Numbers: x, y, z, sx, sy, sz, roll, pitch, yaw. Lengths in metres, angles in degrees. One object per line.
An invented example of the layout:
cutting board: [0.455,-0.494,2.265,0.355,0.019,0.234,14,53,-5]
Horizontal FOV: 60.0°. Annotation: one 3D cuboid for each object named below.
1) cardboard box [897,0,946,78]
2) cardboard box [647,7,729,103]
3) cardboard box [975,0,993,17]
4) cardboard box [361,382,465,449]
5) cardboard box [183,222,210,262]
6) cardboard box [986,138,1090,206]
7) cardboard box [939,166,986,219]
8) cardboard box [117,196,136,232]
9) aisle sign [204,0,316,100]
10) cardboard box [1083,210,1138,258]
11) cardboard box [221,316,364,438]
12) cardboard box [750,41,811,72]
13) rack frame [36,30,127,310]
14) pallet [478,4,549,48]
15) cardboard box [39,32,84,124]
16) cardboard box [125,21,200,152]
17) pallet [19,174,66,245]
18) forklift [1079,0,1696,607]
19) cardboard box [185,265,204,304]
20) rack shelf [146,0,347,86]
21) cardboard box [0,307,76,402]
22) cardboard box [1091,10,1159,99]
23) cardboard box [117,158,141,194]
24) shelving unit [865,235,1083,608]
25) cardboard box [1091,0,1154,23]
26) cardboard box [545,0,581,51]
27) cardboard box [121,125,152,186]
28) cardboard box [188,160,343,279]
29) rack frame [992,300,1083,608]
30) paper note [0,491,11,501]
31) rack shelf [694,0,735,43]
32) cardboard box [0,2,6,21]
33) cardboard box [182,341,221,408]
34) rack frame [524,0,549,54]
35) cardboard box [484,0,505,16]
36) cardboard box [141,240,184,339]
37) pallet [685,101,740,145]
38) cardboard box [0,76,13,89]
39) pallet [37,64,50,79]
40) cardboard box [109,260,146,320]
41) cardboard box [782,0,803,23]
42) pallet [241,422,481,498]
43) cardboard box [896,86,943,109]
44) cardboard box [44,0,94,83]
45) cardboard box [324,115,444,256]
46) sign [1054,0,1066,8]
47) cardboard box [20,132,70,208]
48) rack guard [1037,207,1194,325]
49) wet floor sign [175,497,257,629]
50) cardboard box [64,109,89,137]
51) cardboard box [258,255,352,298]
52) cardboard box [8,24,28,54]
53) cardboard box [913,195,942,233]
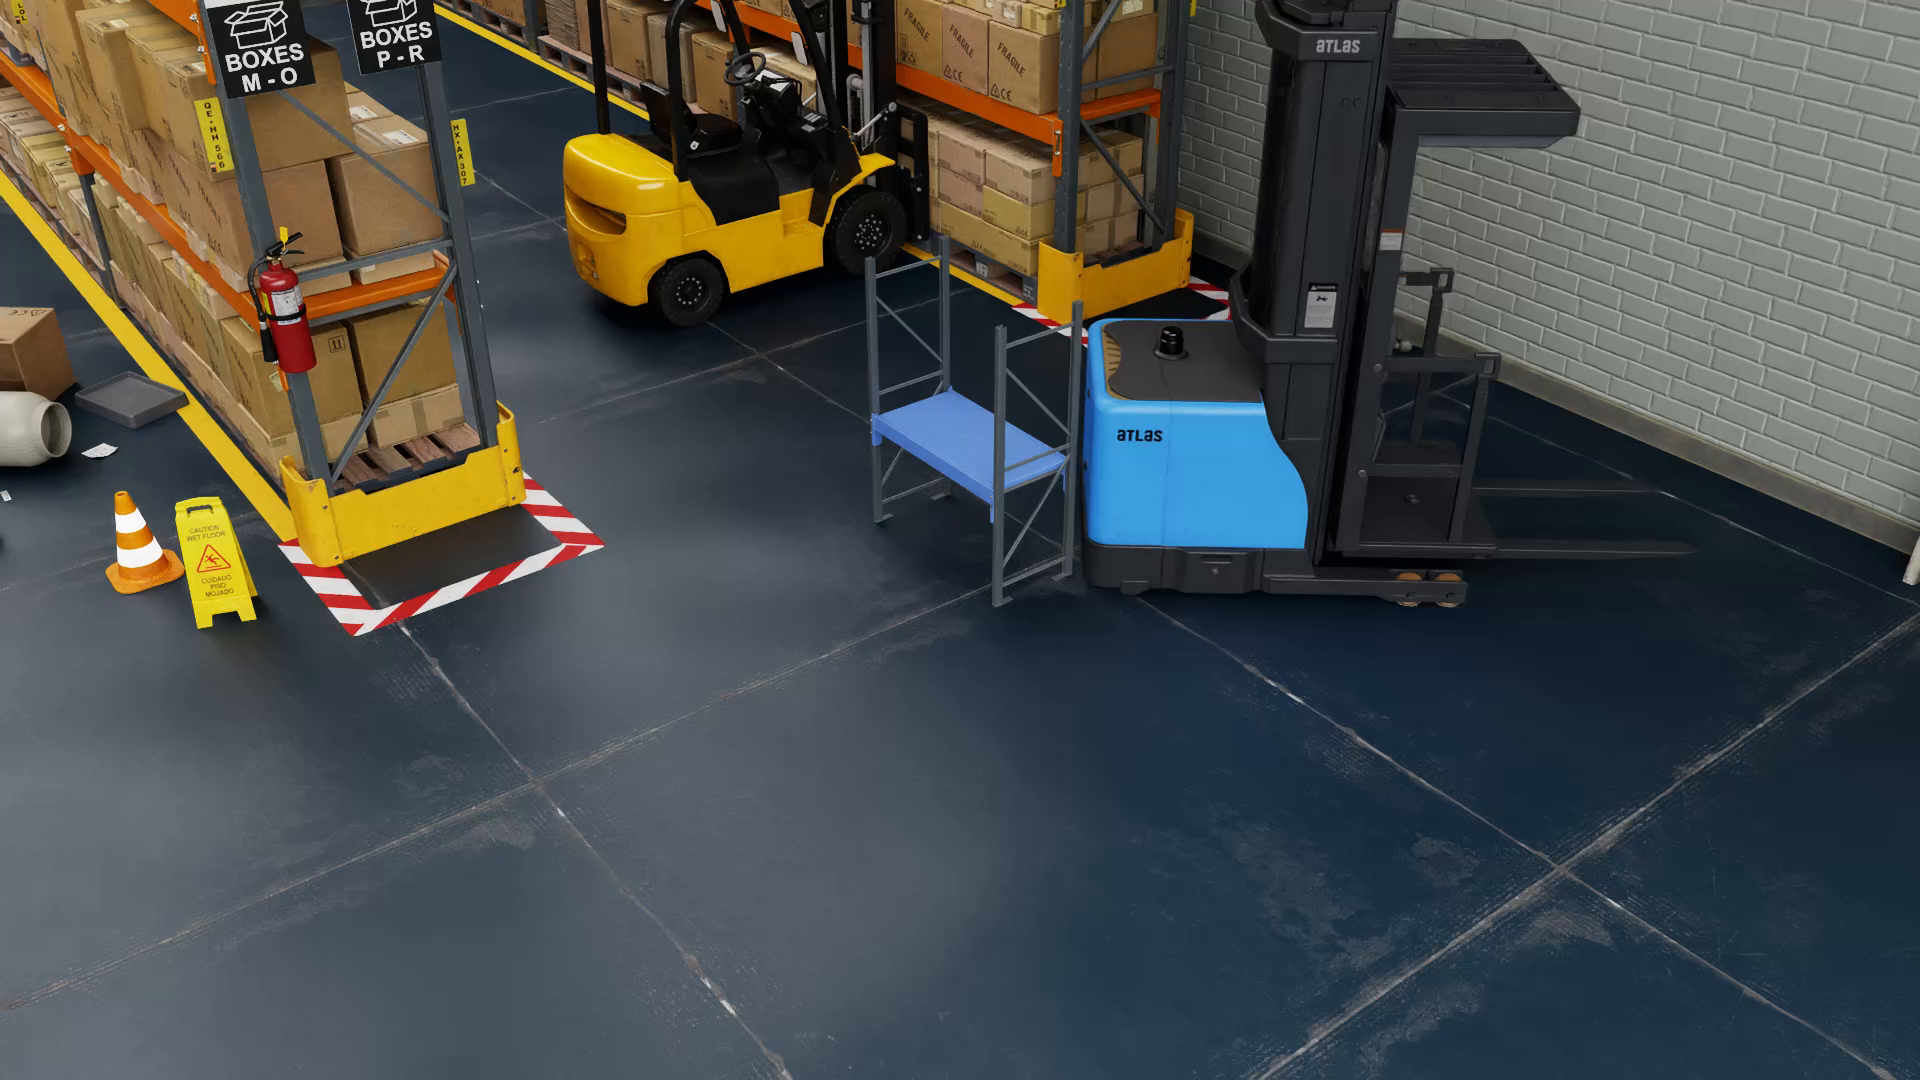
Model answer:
cardboard box: [-0.088,-3.551,11.529,0.500,0.500,0.500,-23,39,-32]
cardboard box: [-2.204,-4.332,14.734,0.875,0.625,0.625,-23,38,-32]
cardboard box: [0.322,-3.552,10.917,0.380,0.149,0.250,-21,38,-31]
cardboard box: [-3.148,-0.784,9.377,0.500,0.250,0.500,-23,38,-32]
cardboard box: [-3.835,-1.609,8.735,0.380,0.149,0.250,-22,38,-31]
cardboard box: [0.518,-2.481,11.163,0.500,0.250,0.500,-21,37,-30]
cardboard box: [0.203,-2.492,11.654,0.500,0.250,0.500,-23,38,-32]
cardboard box: [-4.830,-2.001,10.011,0.380,0.149,0.250,-21,37,-30]
aisle sign: [-3.063,-2.333,7.199,0.394,0.787,0.004,-22,38,-31]
cardboard box: [0.900,-2.234,11.711,0.500,0.250,0.500,-22,38,-31]
cardboard box: [-3.569,-0.926,8.896,0.500,0.500,0.500,-22,38,-31]
cardboard box: [-1.357,-3.754,13.212,0.500,0.250,0.500,-23,39,-32]
rack frame: [-5.324,-3.015,10.761,1.000,3.000,0.127,-22,38,-31]
pallet: [-4.287,-5.428,17.290,1.003,0.211,1.213,-22,38,-31]
cardboard box: [-5.275,-2.910,10.216,0.500,0.500,0.500,-22,38,-32]
cardboard box: [-3.662,-2.297,8.281,0.700,0.500,0.500,-22,38,-31]
pallet: [-6.555,-2.663,12.838,1.003,0.211,1.213,-22,38,-31]
forklift: [2.145,-1.200,7.904,3.031,2.935,1.130,1,32,2]
cardboard box: [-3.999,-1.439,9.106,0.380,0.149,0.250,-22,38,-31]
rack shelf: [-4.098,-3.150,8.818,1.077,0.370,4.000,-22,38,-31]
cardboard box: [-5.742,-1.067,9.992,0.500,0.500,0.500,1,32,2]
cardboard box: [0.963,-3.294,11.116,0.500,0.500,0.500,-21,37,-30]
cardboard box: [-4.608,-2.137,9.586,0.380,0.149,0.250,-22,38,-31]
shelving unit: [0.052,-0.602,8.297,0.538,1.500,1.048,-22,38,-31]
cardboard box: [1.044,-3.499,10.831,0.380,0.149,0.250,-23,39,-33]
cardboard box: [-3.487,-5.195,16.124,0.875,0.625,0.625,-21,38,-30]
cardboard box: [-4.325,-2.291,9.219,0.500,0.500,0.500,-22,38,-31]
cardboard box: [-3.422,-1.654,8.193,0.500,0.500,0.500,-23,39,-32]
rack frame: [0.364,-0.390,7.956,0.500,1.500,0.032,-22,38,-31]
paper note: [-5.241,-0.243,9.131,0.032,0.001,0.123,-22,38,-31]
rack shelf: [-2.632,-5.150,14.881,1.077,0.370,4.000,-22,38,-31]
cardboard box: [-6.406,-3.904,11.418,0.500,0.500,0.500,-21,37,-30]
cardboard box: [-4.217,-1.043,9.794,0.500,0.250,0.500,-24,39,-33]
rack frame: [-3.859,-6.289,16.034,1.000,3.000,0.127,-22,38,-31]
cardboard box: [-4.586,-5.725,17.095,0.500,0.500,0.500,-23,39,-32]
cardboard box: [-4.522,-1.575,9.940,0.500,0.500,0.500,-20,37,-29]
pallet: [-1.888,-3.732,14.559,1.003,0.211,1.213,-22,38,-31]
cardboard box: [-8.135,-4.273,14.402,0.875,0.875,0.875,-23,38,-32]
pallet: [-5.678,-3.299,11.400,1.003,0.211,1.213,-22,38,-31]
cardboard box: [-5.176,-1.692,10.839,0.500,0.250,0.500,-24,39,-33]
cardboard box: [-1.008,-4.184,12.548,0.500,0.500,0.500,-22,38,-31]
pallet: [-3.388,-0.545,9.427,1.003,0.211,1.213,-22,38,-31]
cardboard box: [-0.422,-3.113,12.180,0.500,0.250,0.500,-23,39,-32]
cardboard box: [-4.643,-2.917,9.279,0.700,0.500,0.500,-23,39,-32]
cardboard box: [-2.943,-1.804,8.435,0.500,0.500,0.500,-23,39,-32]
sign: [0.610,-3.378,10.024,0.100,0.325,0.005,-22,38,-31]
cardboard box: [-6.519,-2.883,12.641,0.950,0.372,0.625,-21,37,-30]
rack guard: [1.062,-1.883,11.309,1.175,0.500,0.348,-22,38,-31]
wet floor sign: [-3.600,0.078,8.013,0.267,0.644,0.232,-10,33,-15]
cardboard box: [-5.385,-2.673,10.449,0.380,0.149,0.250,-22,38,-32]
cardboard box: [-3.270,-1.328,8.283,0.380,0.149,0.250,-21,37,-30]
cardboard box: [-6.192,-3.423,11.259,0.380,0.149,0.250,-23,39,-32]
cardboard box: [-0.088,-2.481,12.110,0.500,0.250,0.500,-22,38,-31]
